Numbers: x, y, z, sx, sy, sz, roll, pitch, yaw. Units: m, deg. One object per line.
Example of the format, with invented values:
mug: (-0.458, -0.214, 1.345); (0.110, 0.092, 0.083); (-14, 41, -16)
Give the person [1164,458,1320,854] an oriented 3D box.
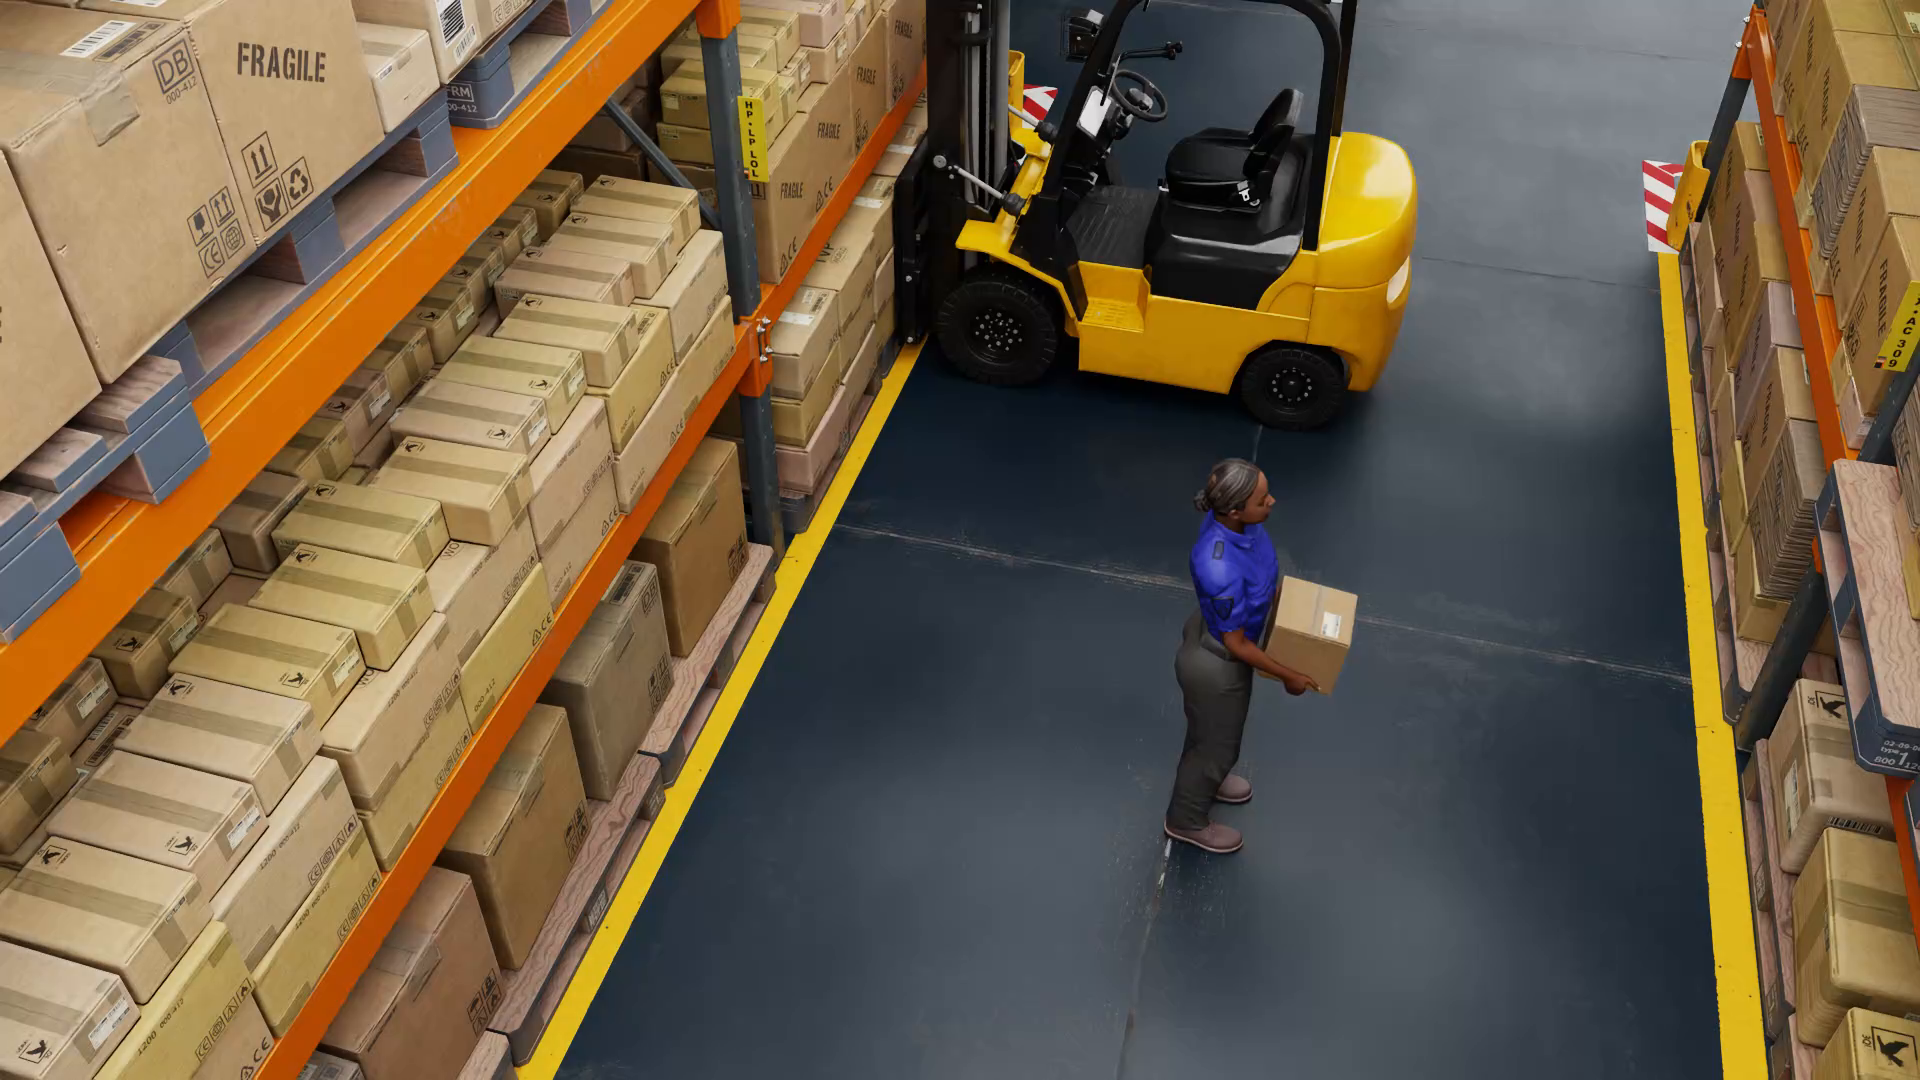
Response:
person: (0.987, 0.416, 5.696); (0.503, 1.654, 0.450); (10, 42, 12)
